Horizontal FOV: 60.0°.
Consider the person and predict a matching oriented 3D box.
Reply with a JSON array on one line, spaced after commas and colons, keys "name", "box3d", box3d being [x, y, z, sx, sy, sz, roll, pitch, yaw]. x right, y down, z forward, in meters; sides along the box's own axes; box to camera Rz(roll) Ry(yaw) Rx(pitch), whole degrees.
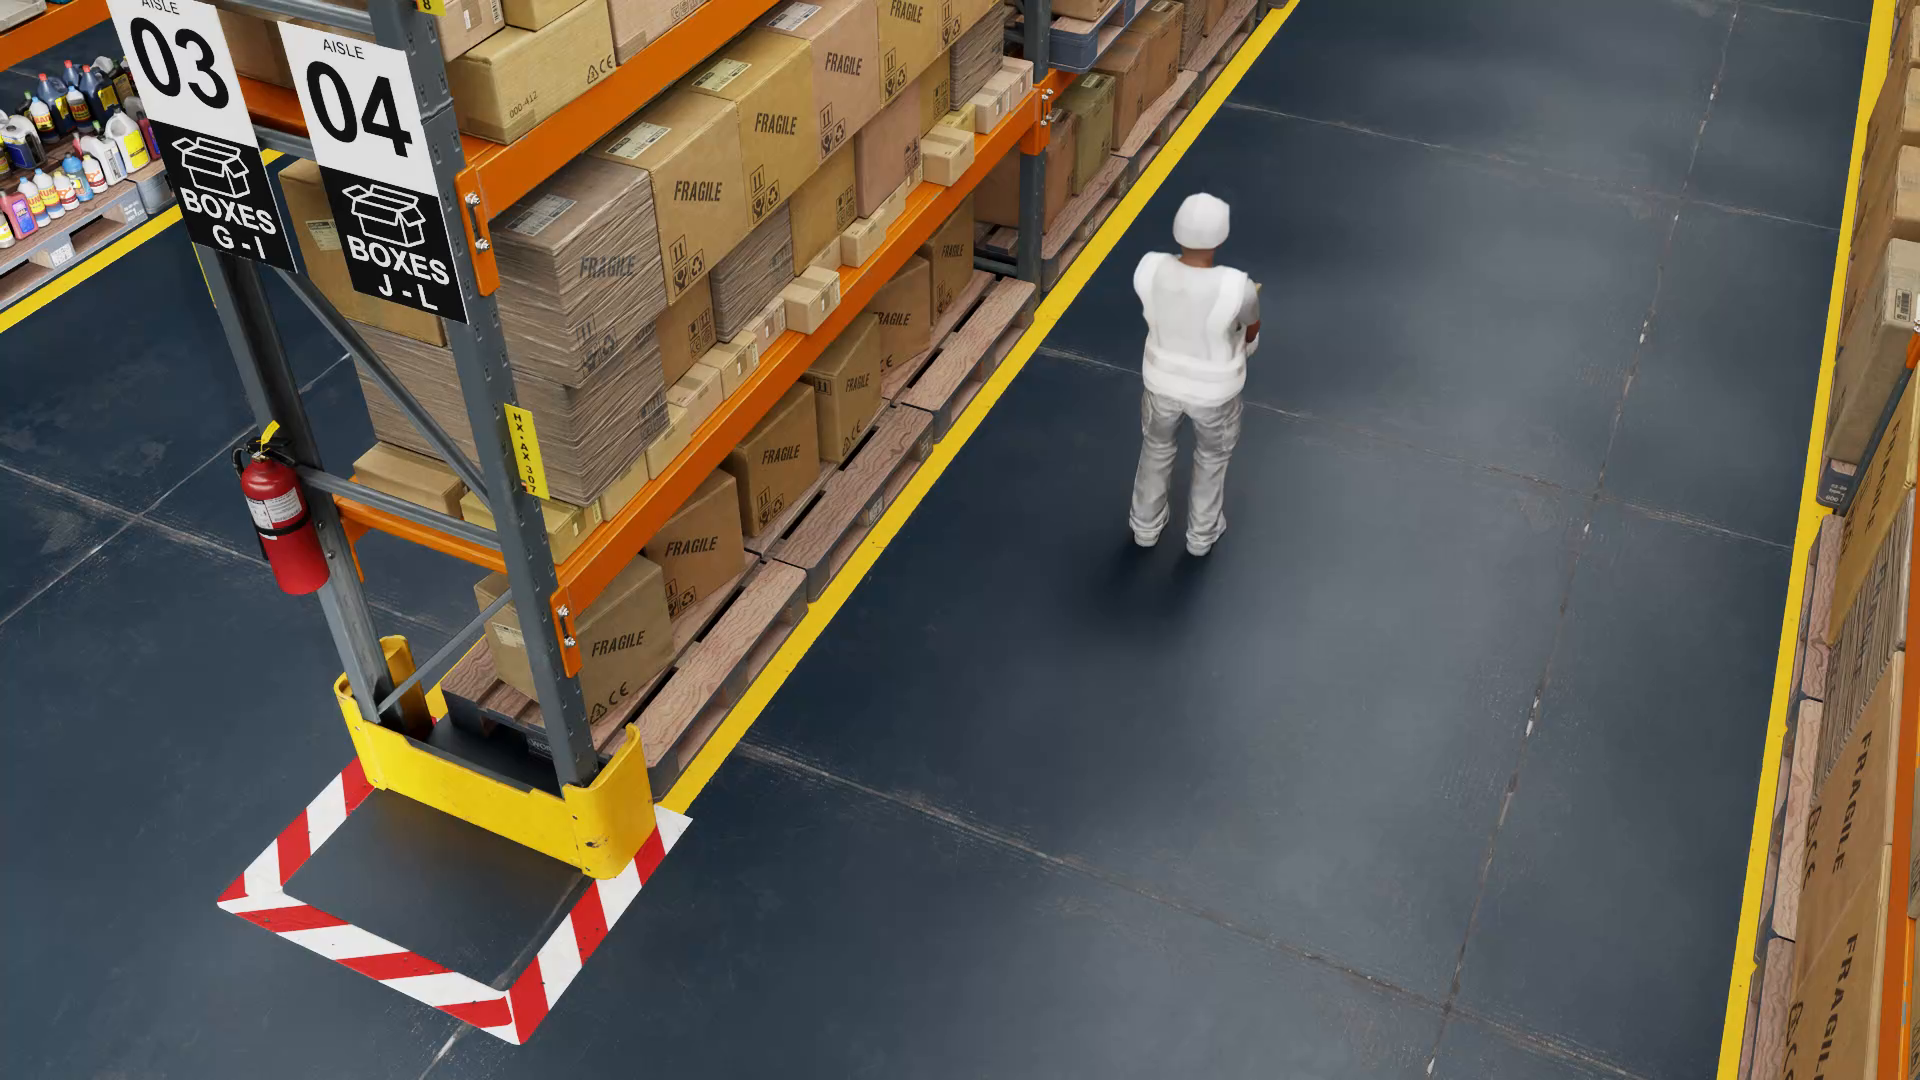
[{"name": "person", "box3d": [0.995, -0.721, 6.960, 0.487, 1.778, 0.574, 18, 45, 19]}]
